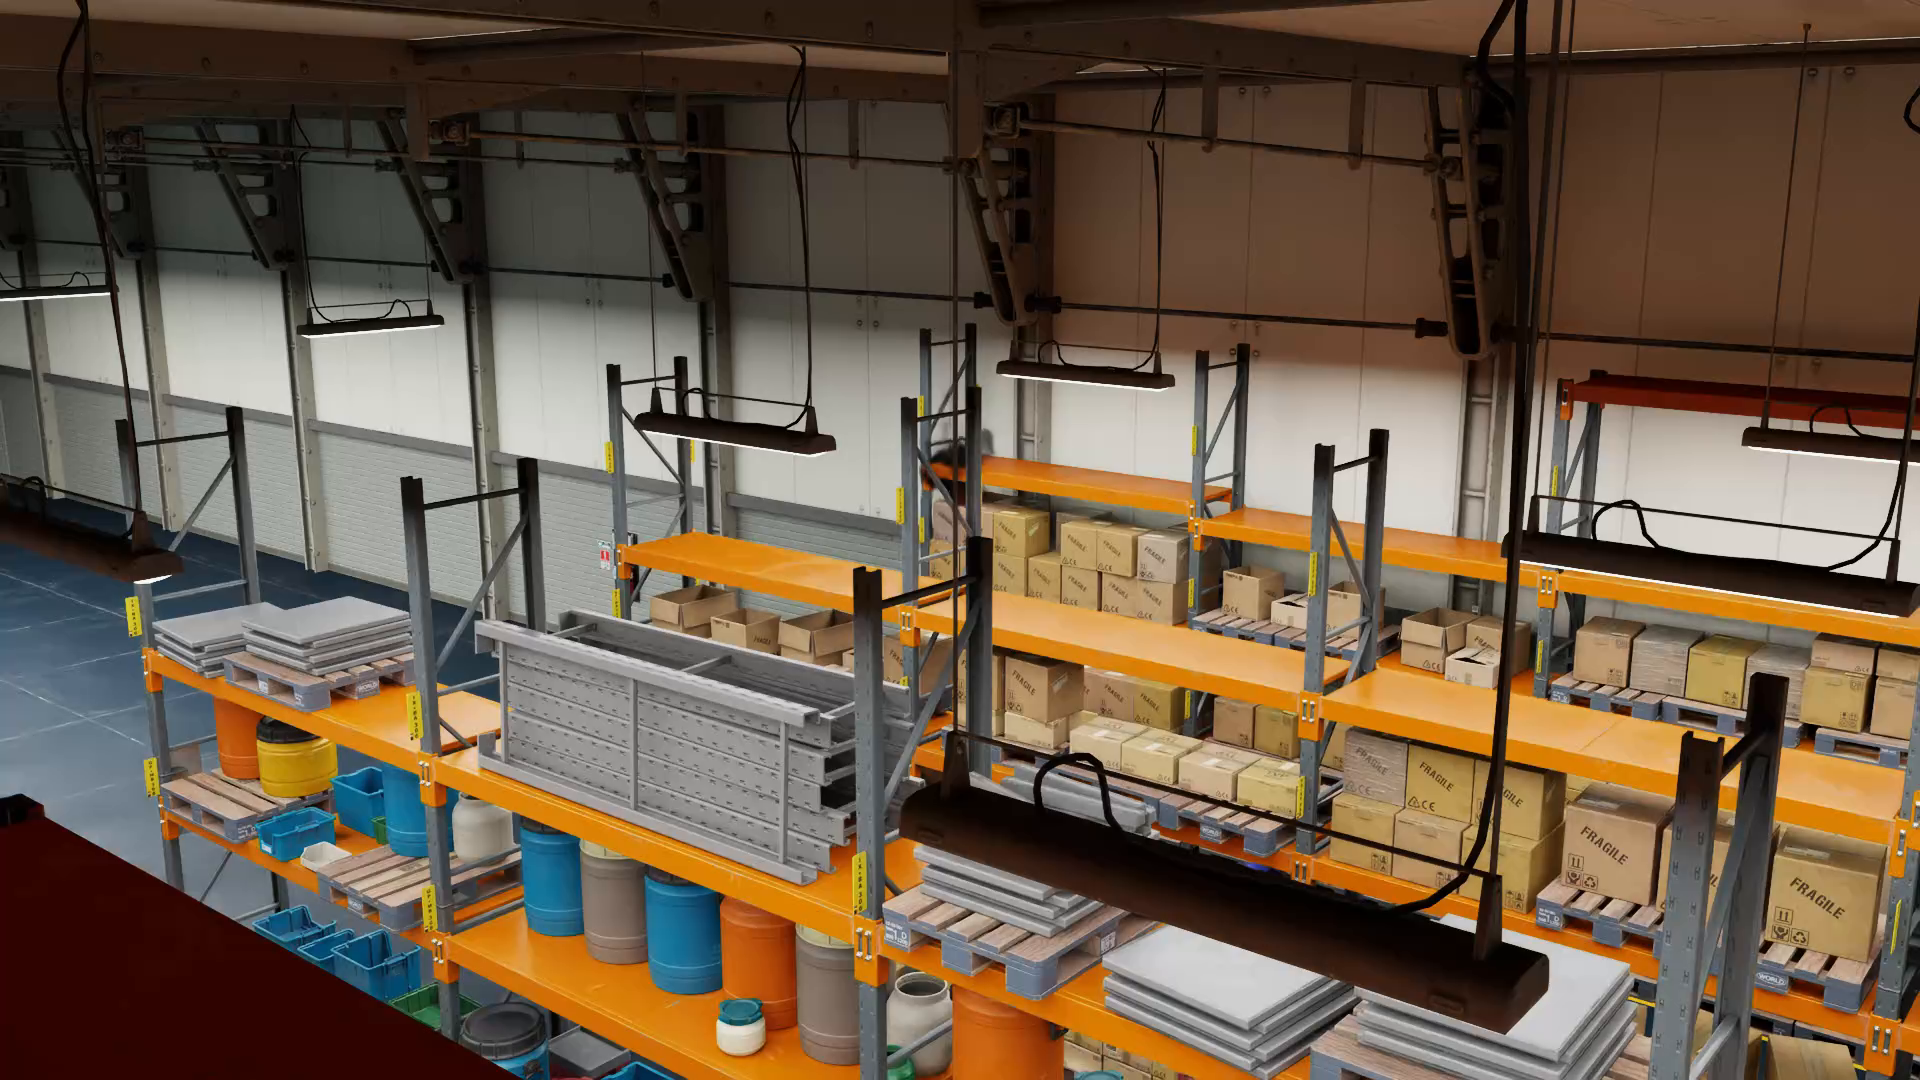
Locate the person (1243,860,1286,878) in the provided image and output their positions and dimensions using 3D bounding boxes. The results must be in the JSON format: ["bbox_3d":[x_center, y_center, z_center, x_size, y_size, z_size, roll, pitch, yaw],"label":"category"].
[{"bbox_3d":[2.906,3.645,16.283,0.911,1.640,0.576,8,15,30],"label":"person"}]
